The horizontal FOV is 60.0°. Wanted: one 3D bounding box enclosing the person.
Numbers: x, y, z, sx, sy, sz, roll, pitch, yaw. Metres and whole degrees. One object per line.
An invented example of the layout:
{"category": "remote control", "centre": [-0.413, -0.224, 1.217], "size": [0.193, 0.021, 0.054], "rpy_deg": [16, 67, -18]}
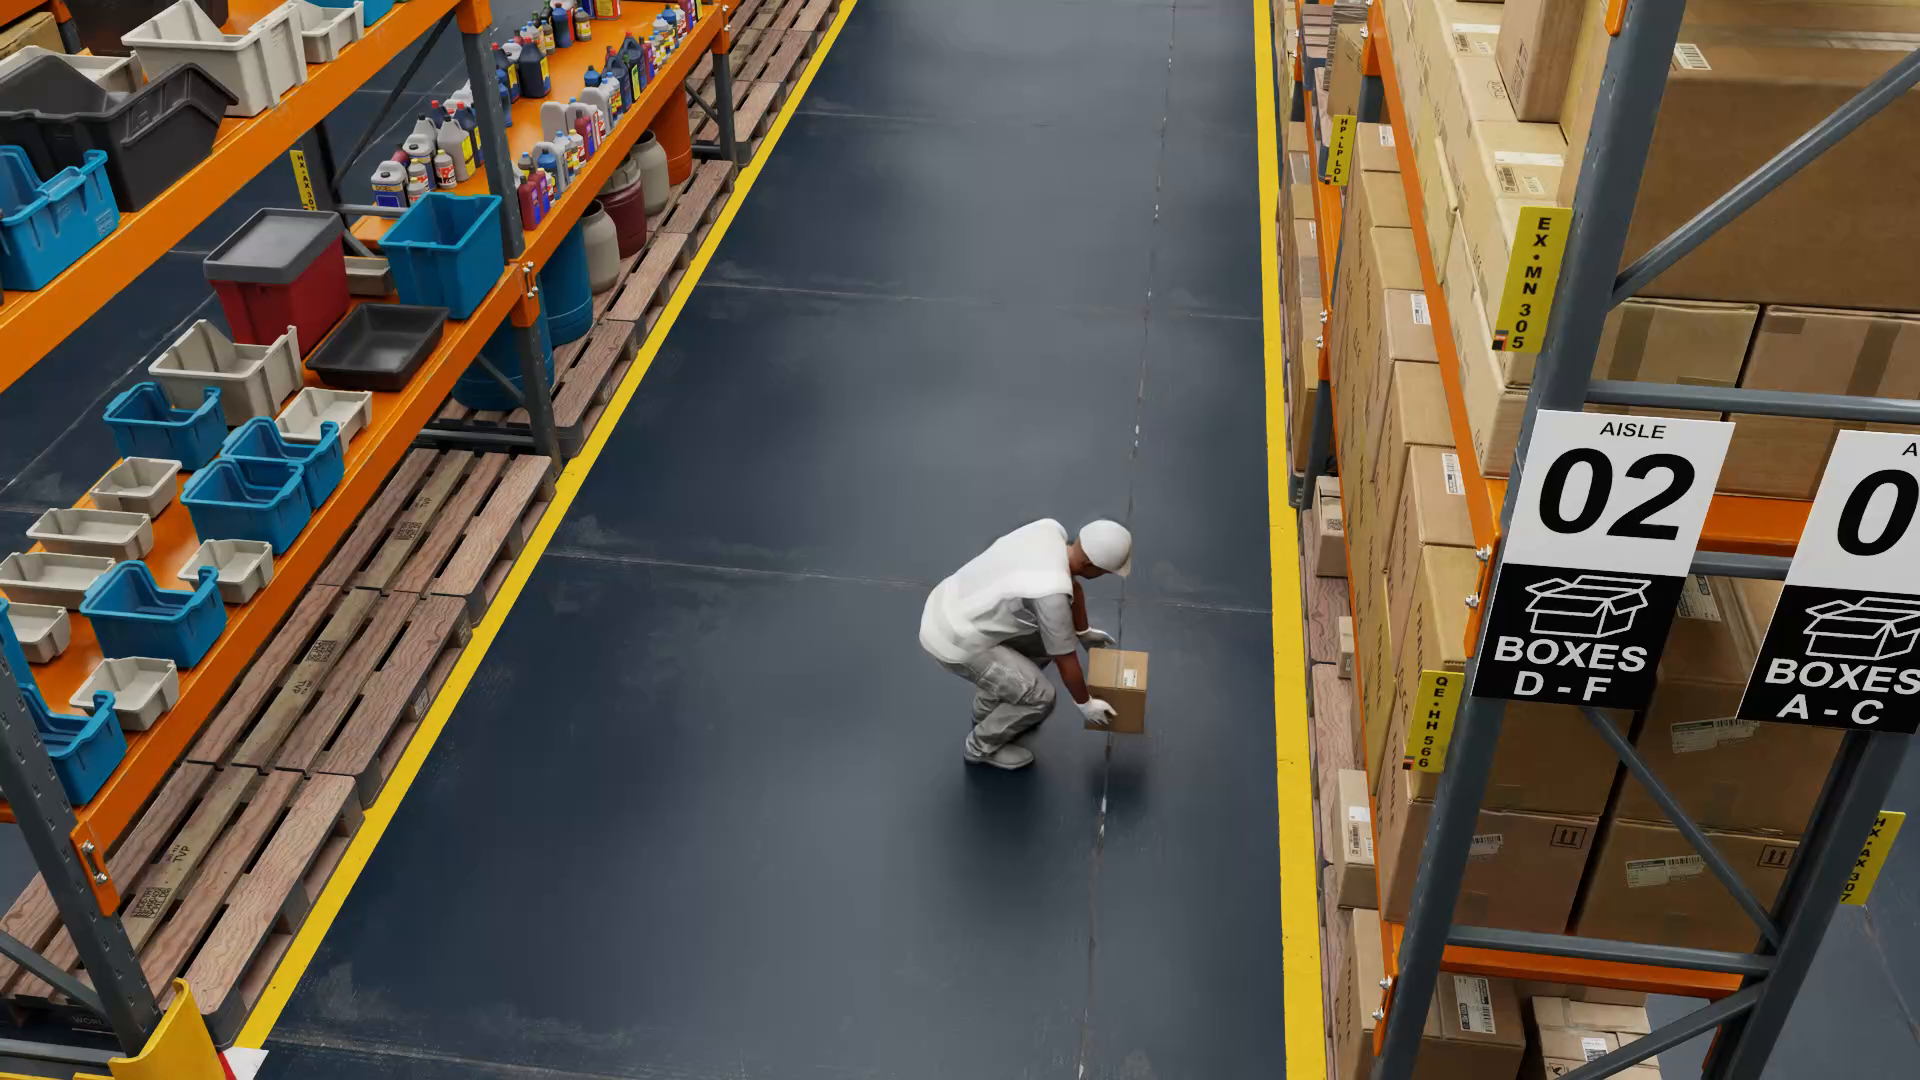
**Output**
{"category": "person", "centre": [0.269, 0.387, 7.025], "size": [0.858, 1.157, 0.589], "rpy_deg": [4, 36, 6]}
